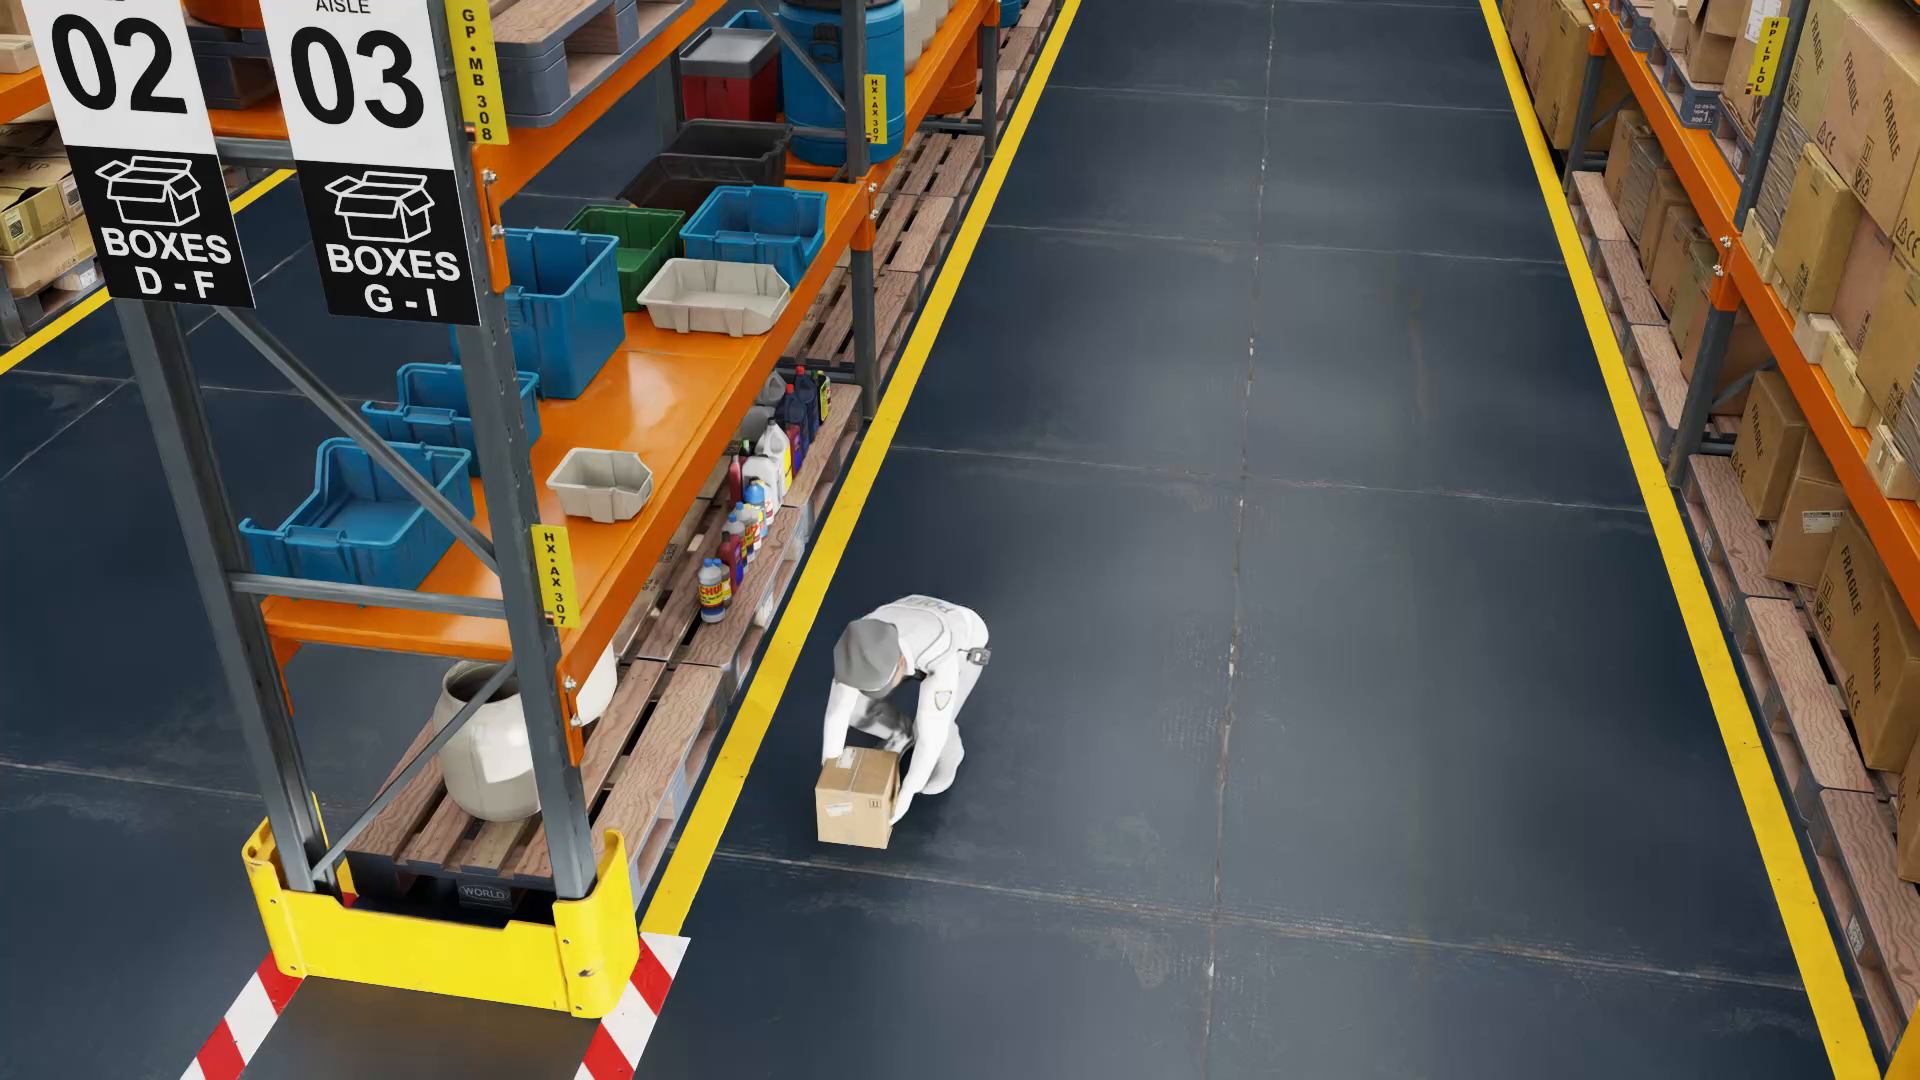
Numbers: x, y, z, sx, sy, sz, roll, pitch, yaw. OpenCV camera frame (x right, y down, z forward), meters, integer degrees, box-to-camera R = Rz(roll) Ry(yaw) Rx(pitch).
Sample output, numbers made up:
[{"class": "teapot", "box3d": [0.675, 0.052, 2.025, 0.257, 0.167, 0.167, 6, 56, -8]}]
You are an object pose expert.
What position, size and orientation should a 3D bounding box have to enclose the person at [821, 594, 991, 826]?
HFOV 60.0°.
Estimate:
[{"class": "person", "box3d": [-0.191, 0.529, 6.027, 0.473, 0.900, 0.846, 16, 36, 24]}]
